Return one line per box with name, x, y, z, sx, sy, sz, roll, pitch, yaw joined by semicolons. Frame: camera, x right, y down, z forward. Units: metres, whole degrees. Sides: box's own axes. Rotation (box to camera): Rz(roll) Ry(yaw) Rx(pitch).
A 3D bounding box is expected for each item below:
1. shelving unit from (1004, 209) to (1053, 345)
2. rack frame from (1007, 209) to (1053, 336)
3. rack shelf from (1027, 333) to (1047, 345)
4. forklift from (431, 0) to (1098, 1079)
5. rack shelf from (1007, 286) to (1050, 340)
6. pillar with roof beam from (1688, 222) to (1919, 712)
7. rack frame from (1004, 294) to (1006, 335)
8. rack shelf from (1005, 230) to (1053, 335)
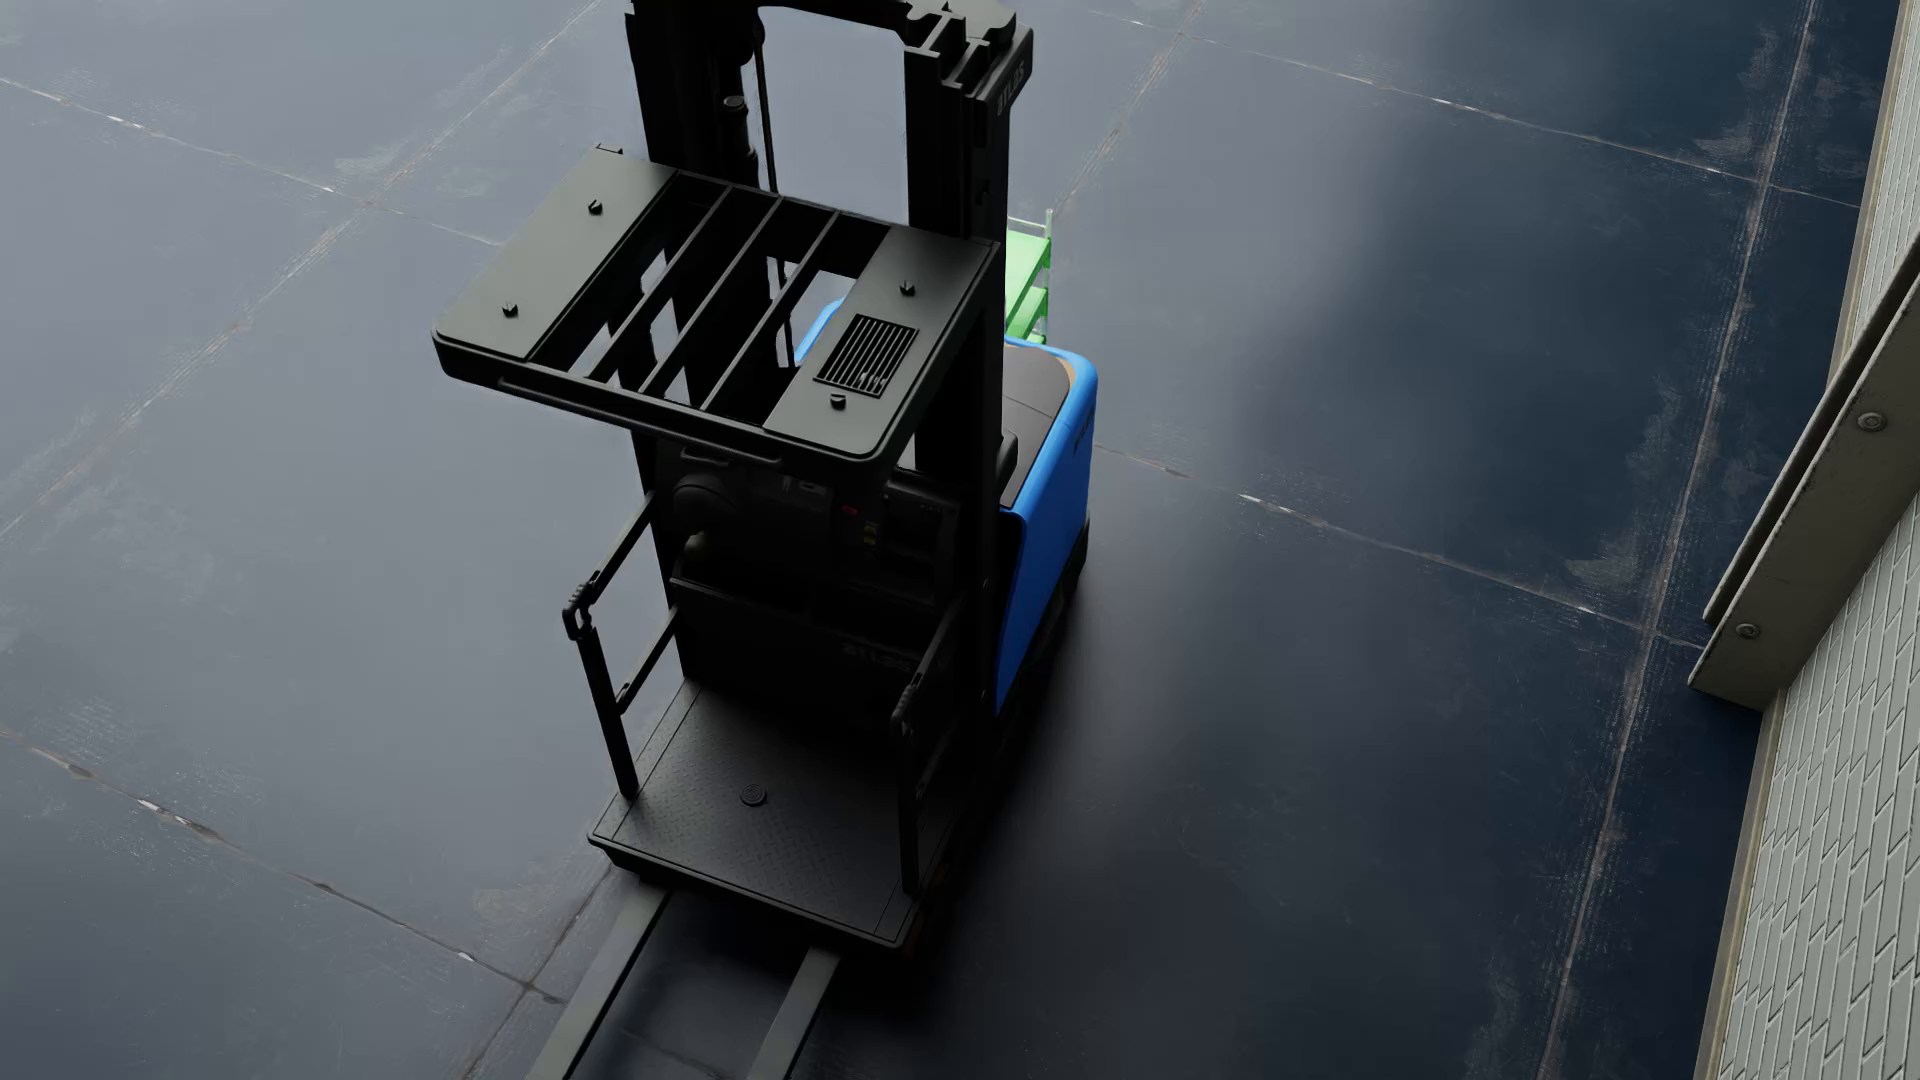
shelving unit;0.133;-0.657;6.337;0.258;1.200;0.503;16;52;14
rack frame;0.221;-0.830;6.484;0.240;1.200;0.015;16;52;14
rack shelf;0.133;-0.616;6.385;0.258;0.148;0.480;16;52;14
forklift;-0.518;0.038;4.608;1.130;2.935;3.031;16;52;14
rack shelf;0.133;-0.771;6.202;0.258;0.148;0.480;16;52;14
pillar with roof beam;-0.996;-3.868;3.948;9.100;9.000;0.400;20;52;16
rack frame;0.045;-0.484;6.189;0.240;1.200;0.015;16;52;14
rack shelf;0.133;-0.927;6.020;0.258;0.148;0.480;16;52;14
